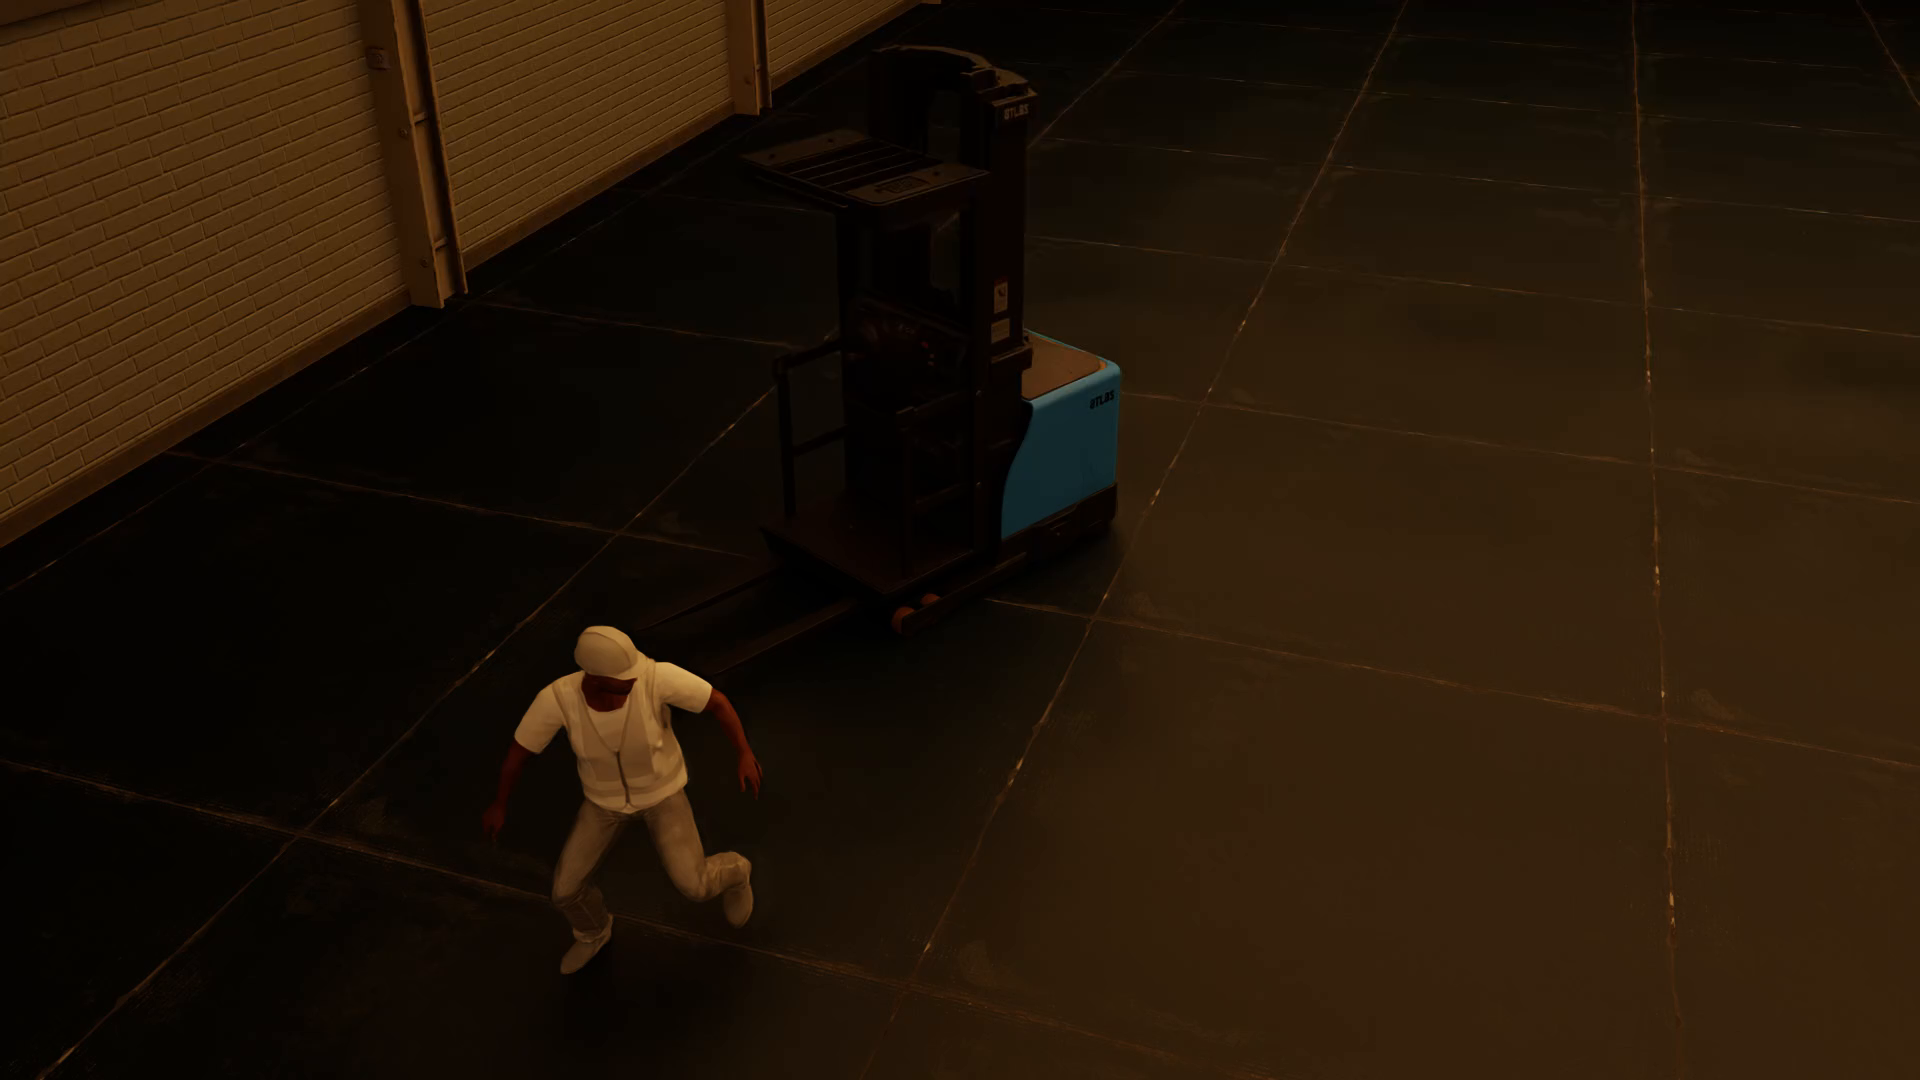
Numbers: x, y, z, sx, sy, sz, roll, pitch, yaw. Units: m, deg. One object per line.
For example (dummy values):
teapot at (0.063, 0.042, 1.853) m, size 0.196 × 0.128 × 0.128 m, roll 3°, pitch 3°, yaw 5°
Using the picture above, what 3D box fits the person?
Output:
person at (-1.364, 1.027, 6.696) m, size 1.127 × 1.640 × 0.503 m, roll 0°, pitch 30°, yaw 0°

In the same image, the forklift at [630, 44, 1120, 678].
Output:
forklift at (-0.446, -1.028, 8.940) m, size 3.031 × 2.935 × 1.130 m, roll -26°, pitch 39°, yaw -38°
